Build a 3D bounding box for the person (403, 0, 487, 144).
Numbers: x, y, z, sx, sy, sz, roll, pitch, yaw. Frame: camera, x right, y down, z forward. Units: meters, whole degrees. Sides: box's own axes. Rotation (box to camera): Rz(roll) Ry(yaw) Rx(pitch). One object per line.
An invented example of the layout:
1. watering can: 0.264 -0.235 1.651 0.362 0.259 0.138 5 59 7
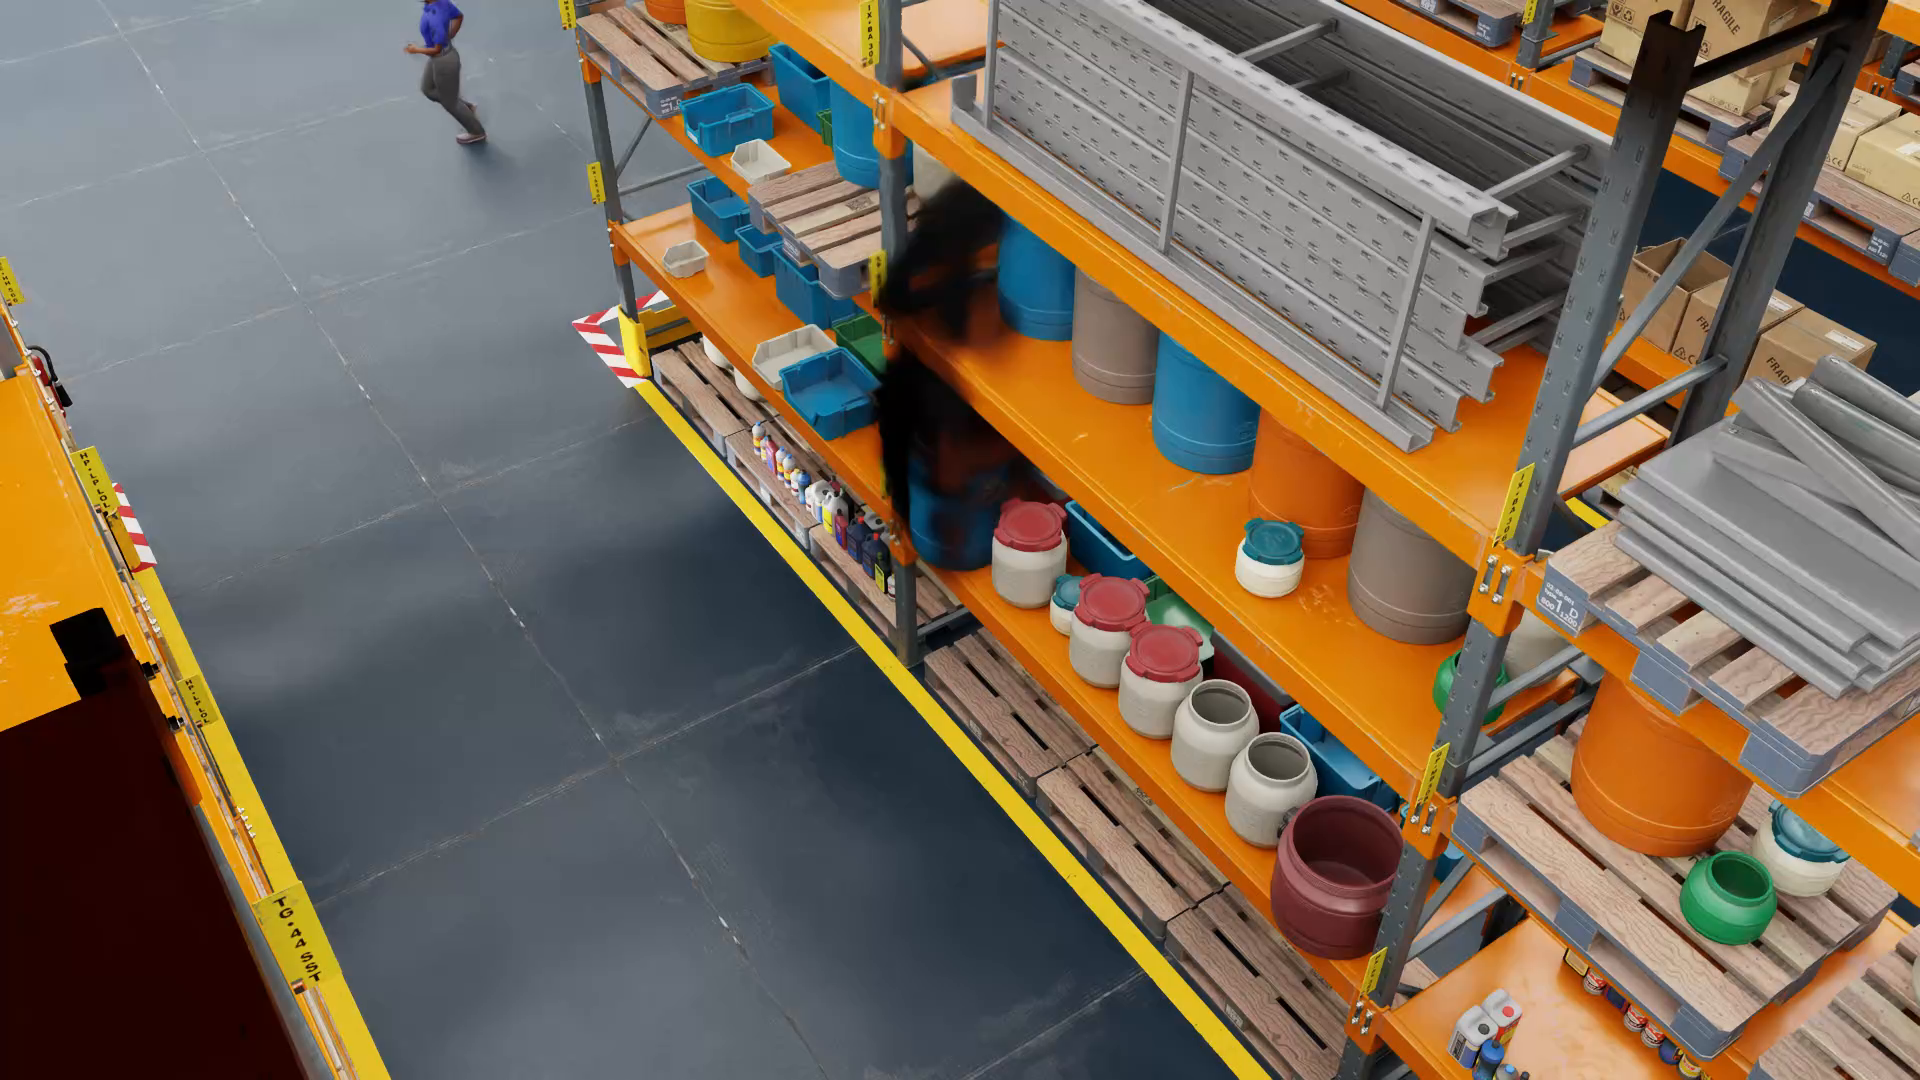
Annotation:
1. person: -4.814 -4.419 15.361 0.576 1.615 0.560 -8 43 -9
